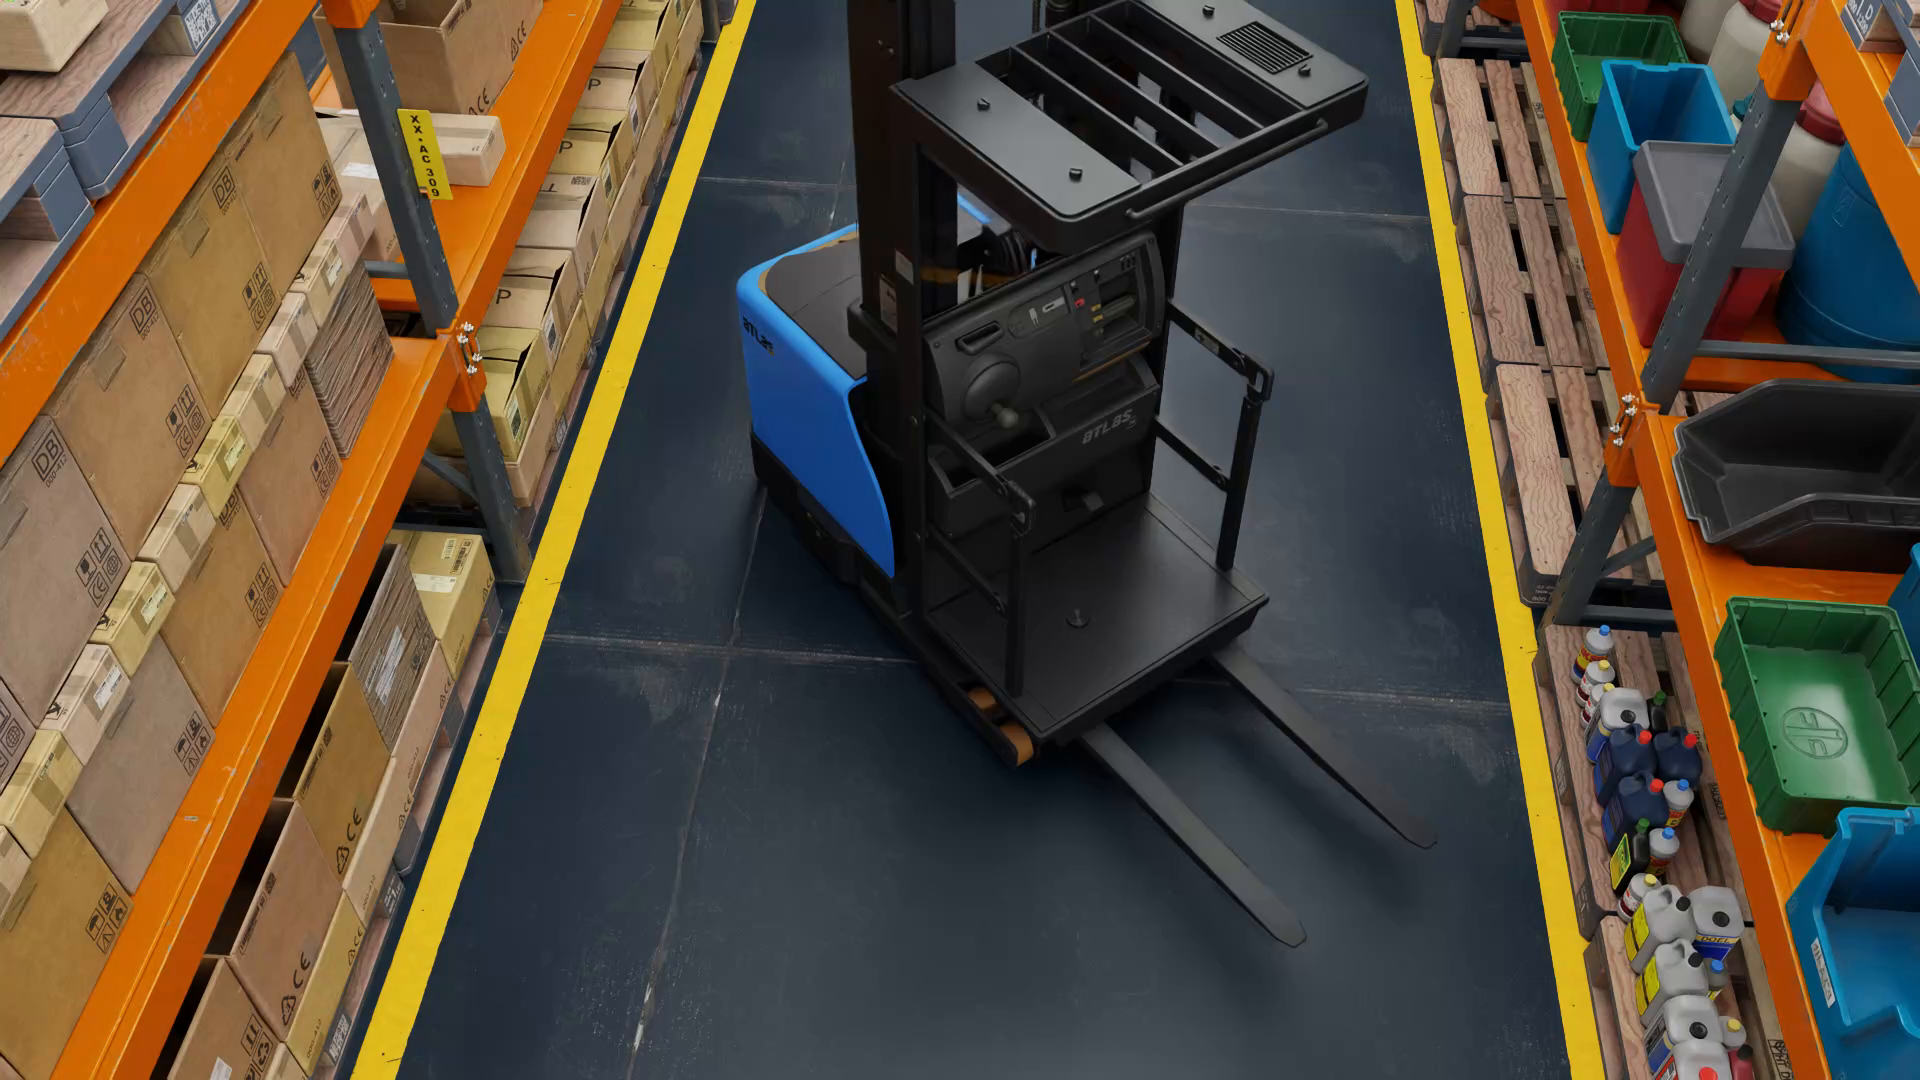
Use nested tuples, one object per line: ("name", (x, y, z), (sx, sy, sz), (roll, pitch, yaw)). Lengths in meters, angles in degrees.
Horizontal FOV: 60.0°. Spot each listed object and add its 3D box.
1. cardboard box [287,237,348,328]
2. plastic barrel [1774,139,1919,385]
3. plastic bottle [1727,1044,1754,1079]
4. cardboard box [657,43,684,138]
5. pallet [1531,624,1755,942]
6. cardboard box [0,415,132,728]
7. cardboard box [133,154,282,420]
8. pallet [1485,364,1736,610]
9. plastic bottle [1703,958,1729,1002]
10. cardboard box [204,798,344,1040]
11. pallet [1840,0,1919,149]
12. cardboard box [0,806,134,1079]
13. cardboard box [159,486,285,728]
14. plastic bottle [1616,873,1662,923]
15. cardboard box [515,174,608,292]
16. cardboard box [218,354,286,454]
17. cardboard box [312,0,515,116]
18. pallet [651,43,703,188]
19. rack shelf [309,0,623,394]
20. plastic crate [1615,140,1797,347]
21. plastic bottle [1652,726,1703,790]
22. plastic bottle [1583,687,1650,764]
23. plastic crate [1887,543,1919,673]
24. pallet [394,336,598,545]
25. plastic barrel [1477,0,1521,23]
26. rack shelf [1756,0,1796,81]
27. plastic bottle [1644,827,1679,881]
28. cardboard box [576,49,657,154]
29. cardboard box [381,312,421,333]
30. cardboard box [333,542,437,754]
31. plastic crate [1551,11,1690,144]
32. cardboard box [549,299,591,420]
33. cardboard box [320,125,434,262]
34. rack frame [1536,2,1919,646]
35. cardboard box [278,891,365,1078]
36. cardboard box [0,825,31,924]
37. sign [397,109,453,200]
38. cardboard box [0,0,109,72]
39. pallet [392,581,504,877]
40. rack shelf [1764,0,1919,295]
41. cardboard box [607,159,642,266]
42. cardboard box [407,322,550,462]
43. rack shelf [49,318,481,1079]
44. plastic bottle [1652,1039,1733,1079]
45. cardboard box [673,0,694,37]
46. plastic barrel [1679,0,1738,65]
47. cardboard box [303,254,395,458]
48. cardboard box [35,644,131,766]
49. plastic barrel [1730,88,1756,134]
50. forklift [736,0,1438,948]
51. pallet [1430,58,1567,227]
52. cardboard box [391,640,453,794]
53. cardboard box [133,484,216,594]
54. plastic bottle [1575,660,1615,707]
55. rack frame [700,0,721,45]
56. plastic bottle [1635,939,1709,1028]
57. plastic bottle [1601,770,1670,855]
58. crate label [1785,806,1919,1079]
("cardboard box", (-2.051, -0.770, 4.914), (0.380, 0.149, 0.250), (3, 48, 3))
("plastic barrel", (3.054, -1.010, 5.301), (0.600, 0.901, 0.708), (4, 48, 4))
("plastic bottle", (2.240, 1.575, 4.819), (0.061, 0.283, 0.133), (4, 48, 4))
("cardboard box", (-1.699, -2.284, 8.385), (0.500, 0.250, 0.500), (3, 48, 3))
("pallet", (2.615, 0.855, 5.825), (1.003, 0.211, 1.213), (4, 48, 4))
("cardboard box", (-2.386, 0.048, 3.726), (0.700, 0.500, 0.500), (4, 48, 4))
("cardboard box", (-2.294, -0.687, 4.398), (0.700, 0.500, 0.500), (4, 48, 3))
("pallet", (2.750, -0.216, 6.804), (1.003, 0.211, 1.213), (4, 48, 4))
("plastic bottle", (2.282, 1.348, 5.083), (0.097, 0.201, 0.097), (0, 48, 0))
("cardboard box", (-2.170, 1.078, 4.801), (0.500, 0.500, 0.500), (4, 48, 4))
("pallet", (2.749, -0.989, 3.717), (1.213, 0.211, 1.003), (4, 48, 4))
("cardboard box", (-2.430, 0.900, 3.826), (0.700, 0.500, 0.500), (4, 48, 4))
("cardboard box", (-2.340, 0.136, 4.525), (0.700, 0.500, 0.500), (5, 48, 4))
("plastic bottle", (2.164, 1.129, 5.283), (0.097, 0.201, 0.097), (0, 48, 0))
("cardboard box", (-1.832, -1.351, 7.151), (0.500, 0.311, 0.500), (2, 48, 2))
("cardboard box", (-2.095, -0.384, 4.561), (0.380, 0.149, 0.250), (4, 48, 3))
("cardboard box", (-2.081, -1.897, 6.384), (0.500, 0.500, 0.500), (7, 48, 6))
("pallet", (-1.964, -2.309, 8.719), (1.003, 0.211, 1.213), (4, 48, 4))
("rack shelf", (-2.033, -2.140, 7.162), (1.077, 0.370, 4.000), (4, 48, 4))
("plastic crate", (2.457, -0.975, 5.566), (0.402, 0.464, 0.583), (4, 48, 4))
("plastic bottle", (2.374, 0.743, 5.534), (0.144, 0.351, 0.185), (4, 48, 4))
("plastic bottle", (2.250, 0.638, 5.681), (0.152, 0.276, 0.135), (5, 48, 5))
("plastic crate", (2.887, 0.305, 4.539), (0.499, 0.251, 0.616), (4, 48, 4))
("pallet", (-2.187, -0.516, 7.079), (1.003, 0.211, 1.213), (4, 48, 4))
("plastic barrel", (3.110, -3.286, 8.909), (0.600, 0.830, 0.708), (4, 48, 4))
("rack shelf", (2.900, -2.816, 5.748), (1.077, 0.370, 4.000), (4, 48, 4))
("plastic bottle", (2.237, 1.010, 5.344), (0.097, 0.271, 0.097), (0, 48, 0))
("cardboard box", (-1.743, -2.101, 7.837), (0.500, 0.311, 0.500), (4, 48, 3))
("cardboard box", (-2.422, -1.015, 6.845), (0.500, 0.311, 0.500), (5, 48, 5))
("cardboard box", (-2.097, 0.342, 5.475), (0.500, 0.500, 0.500), (4, 48, 4))
("plastic crate", (2.595, -1.804, 6.511), (0.450, 0.188, 0.662), (4, 48, 4))
("cardboard box", (-1.883, -0.782, 7.011), (0.500, 0.250, 0.500), (5, 48, 5))
("cardboard box", (-2.214, -1.227, 5.941), (0.500, 0.250, 0.500), (7, 48, 6))
("rack frame", (2.717, -0.577, 5.245), (1.000, 3.000, 0.127), (4, 48, 4))
("cardboard box", (-2.171, 1.331, 5.078), (0.500, 0.250, 0.500), (4, 48, 4))
("cardboard box", (-2.237, 0.741, 3.532), (0.380, 0.149, 0.250), (2, 48, 2))
("sign", (-1.662, -1.196, 5.170), (0.100, 0.325, 0.005), (4, 48, 4))
("cardboard box", (-2.053, -1.125, 3.504), (0.380, 0.149, 0.250), (4, 48, 4))
("pallet", (-2.329, 0.610, 6.049), (1.003, 0.211, 1.213), (4, 48, 4))
("rack shelf", (2.535, 0.123, 3.059), (1.077, 0.370, 4.000), (4, 48, 4))
("cardboard box", (-1.792, -1.536, 7.701), (0.500, 0.250, 0.500), (5, 48, 4))
("cardboard box", (-1.929, -0.603, 6.467), (0.500, 0.311, 0.500), (4, 48, 4))
("rack shelf", (-2.397, 0.800, 4.473), (1.077, 0.370, 4.000), (4, 48, 4))
("plastic bottle", (2.134, 1.571, 4.828), (0.152, 0.276, 0.135), (4, 48, 4))
("cardboard box", (-1.653, -2.854, 8.526), (0.500, 0.311, 0.500), (5, 48, 5))
("plastic barrel", (3.129, -2.168, 6.608), (0.433, 0.535, 0.433), (0, 48, 0))
("cardboard box", (-2.249, -0.620, 5.217), (0.700, 0.500, 0.500), (3, 48, 3))
("cardboard box", (-2.188, 0.370, 3.871), (0.380, 0.149, 0.250), (4, 48, 4))
("plastic barrel", (2.991, -1.493, 6.176), (0.301, 0.262, 0.301), (0, 48, 0))
("forklift", (0.424, -0.591, 5.304), (1.130, 2.935, 3.031), (-29, 54, -24))
("pallet", (2.973, -2.009, 8.444), (1.003, 0.211, 1.213), (4, 48, 4))
("cardboard box", (-2.095, 0.596, 5.751), (0.500, 0.250, 0.500), (4, 48, 4))
("cardboard box", (-2.144, -0.018, 4.227), (0.380, 0.149, 0.250), (5, 48, 5))
("plastic bottle", (2.243, 0.498, 5.860), (0.097, 0.201, 0.097), (0, 48, 0))
("rack frame", (-1.850, -3.852, 8.241), (1.000, 3.000, 0.127), (4, 48, 4))
("plastic bottle", (2.158, 1.322, 5.006), (0.144, 0.351, 0.185), (6, 48, 5))
("plastic bottle", (2.213, 0.872, 5.416), (0.144, 0.351, 0.185), (2, 48, 2))
("crate label", (2.251, 0.980, 3.797), (0.502, 0.435, 0.616), (4, 48, 4))
